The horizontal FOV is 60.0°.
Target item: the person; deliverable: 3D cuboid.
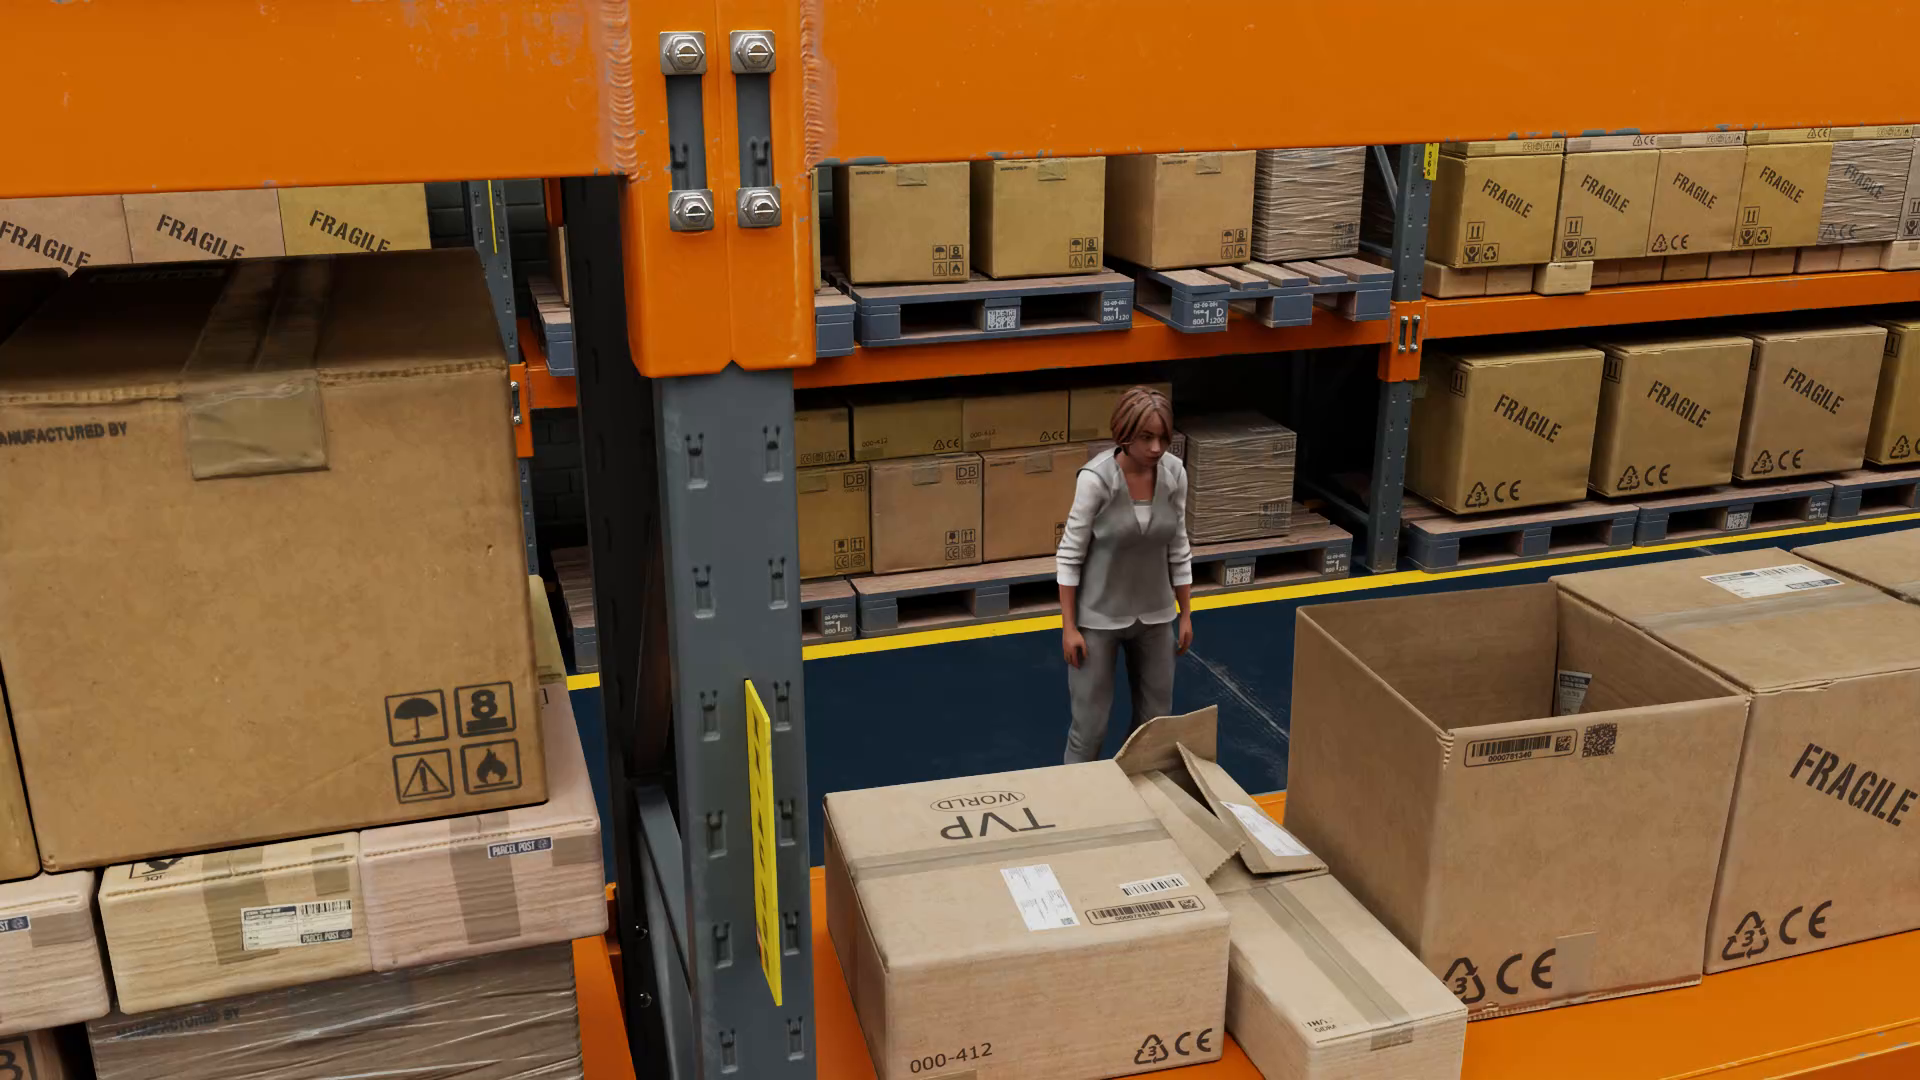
[{"bbox_3d":[0.526,0.280,5.312,0.463,1.582,0.344,-6,20,-17],"label":"person"}]
